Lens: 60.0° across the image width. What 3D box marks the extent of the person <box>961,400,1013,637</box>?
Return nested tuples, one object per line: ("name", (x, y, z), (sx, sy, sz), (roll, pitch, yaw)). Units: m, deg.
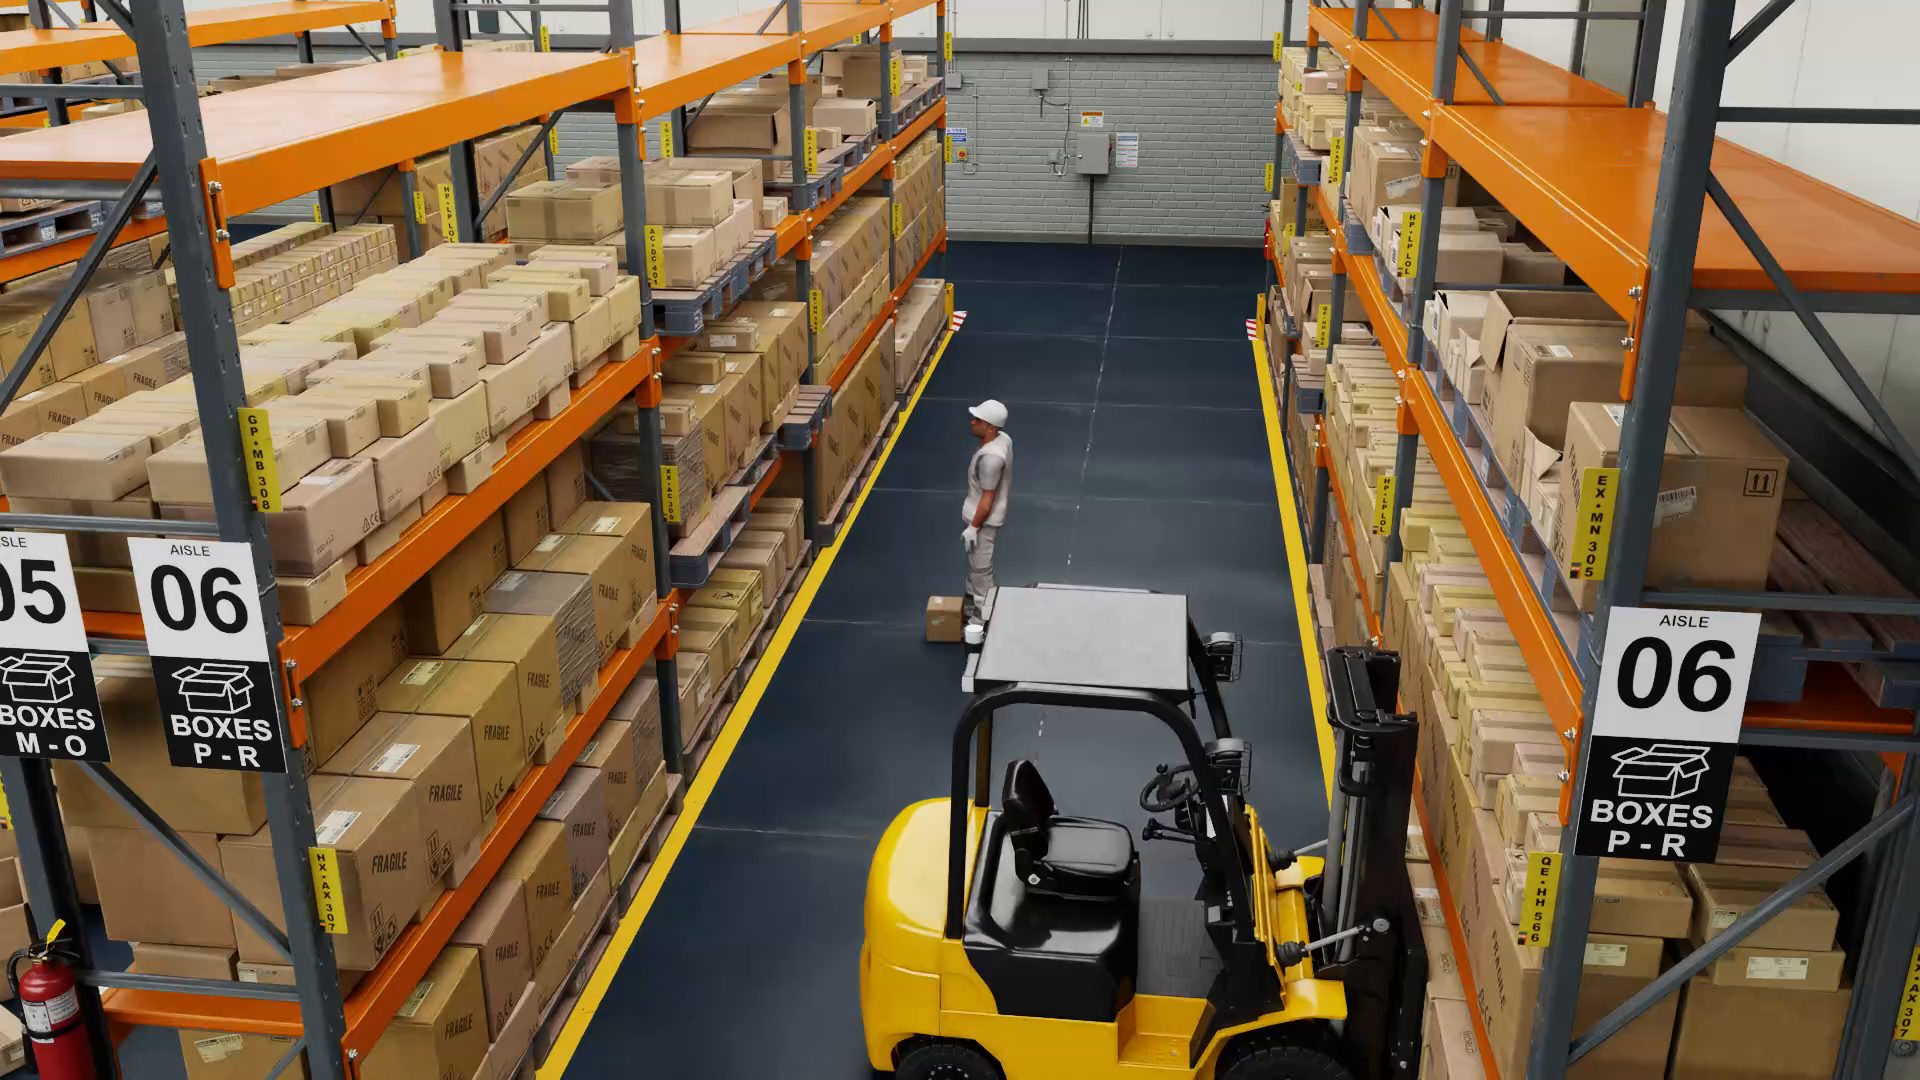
("person", (0.084, -0.152, 11.855), (0.561, 1.788, 0.627), (2, 21, 6))
